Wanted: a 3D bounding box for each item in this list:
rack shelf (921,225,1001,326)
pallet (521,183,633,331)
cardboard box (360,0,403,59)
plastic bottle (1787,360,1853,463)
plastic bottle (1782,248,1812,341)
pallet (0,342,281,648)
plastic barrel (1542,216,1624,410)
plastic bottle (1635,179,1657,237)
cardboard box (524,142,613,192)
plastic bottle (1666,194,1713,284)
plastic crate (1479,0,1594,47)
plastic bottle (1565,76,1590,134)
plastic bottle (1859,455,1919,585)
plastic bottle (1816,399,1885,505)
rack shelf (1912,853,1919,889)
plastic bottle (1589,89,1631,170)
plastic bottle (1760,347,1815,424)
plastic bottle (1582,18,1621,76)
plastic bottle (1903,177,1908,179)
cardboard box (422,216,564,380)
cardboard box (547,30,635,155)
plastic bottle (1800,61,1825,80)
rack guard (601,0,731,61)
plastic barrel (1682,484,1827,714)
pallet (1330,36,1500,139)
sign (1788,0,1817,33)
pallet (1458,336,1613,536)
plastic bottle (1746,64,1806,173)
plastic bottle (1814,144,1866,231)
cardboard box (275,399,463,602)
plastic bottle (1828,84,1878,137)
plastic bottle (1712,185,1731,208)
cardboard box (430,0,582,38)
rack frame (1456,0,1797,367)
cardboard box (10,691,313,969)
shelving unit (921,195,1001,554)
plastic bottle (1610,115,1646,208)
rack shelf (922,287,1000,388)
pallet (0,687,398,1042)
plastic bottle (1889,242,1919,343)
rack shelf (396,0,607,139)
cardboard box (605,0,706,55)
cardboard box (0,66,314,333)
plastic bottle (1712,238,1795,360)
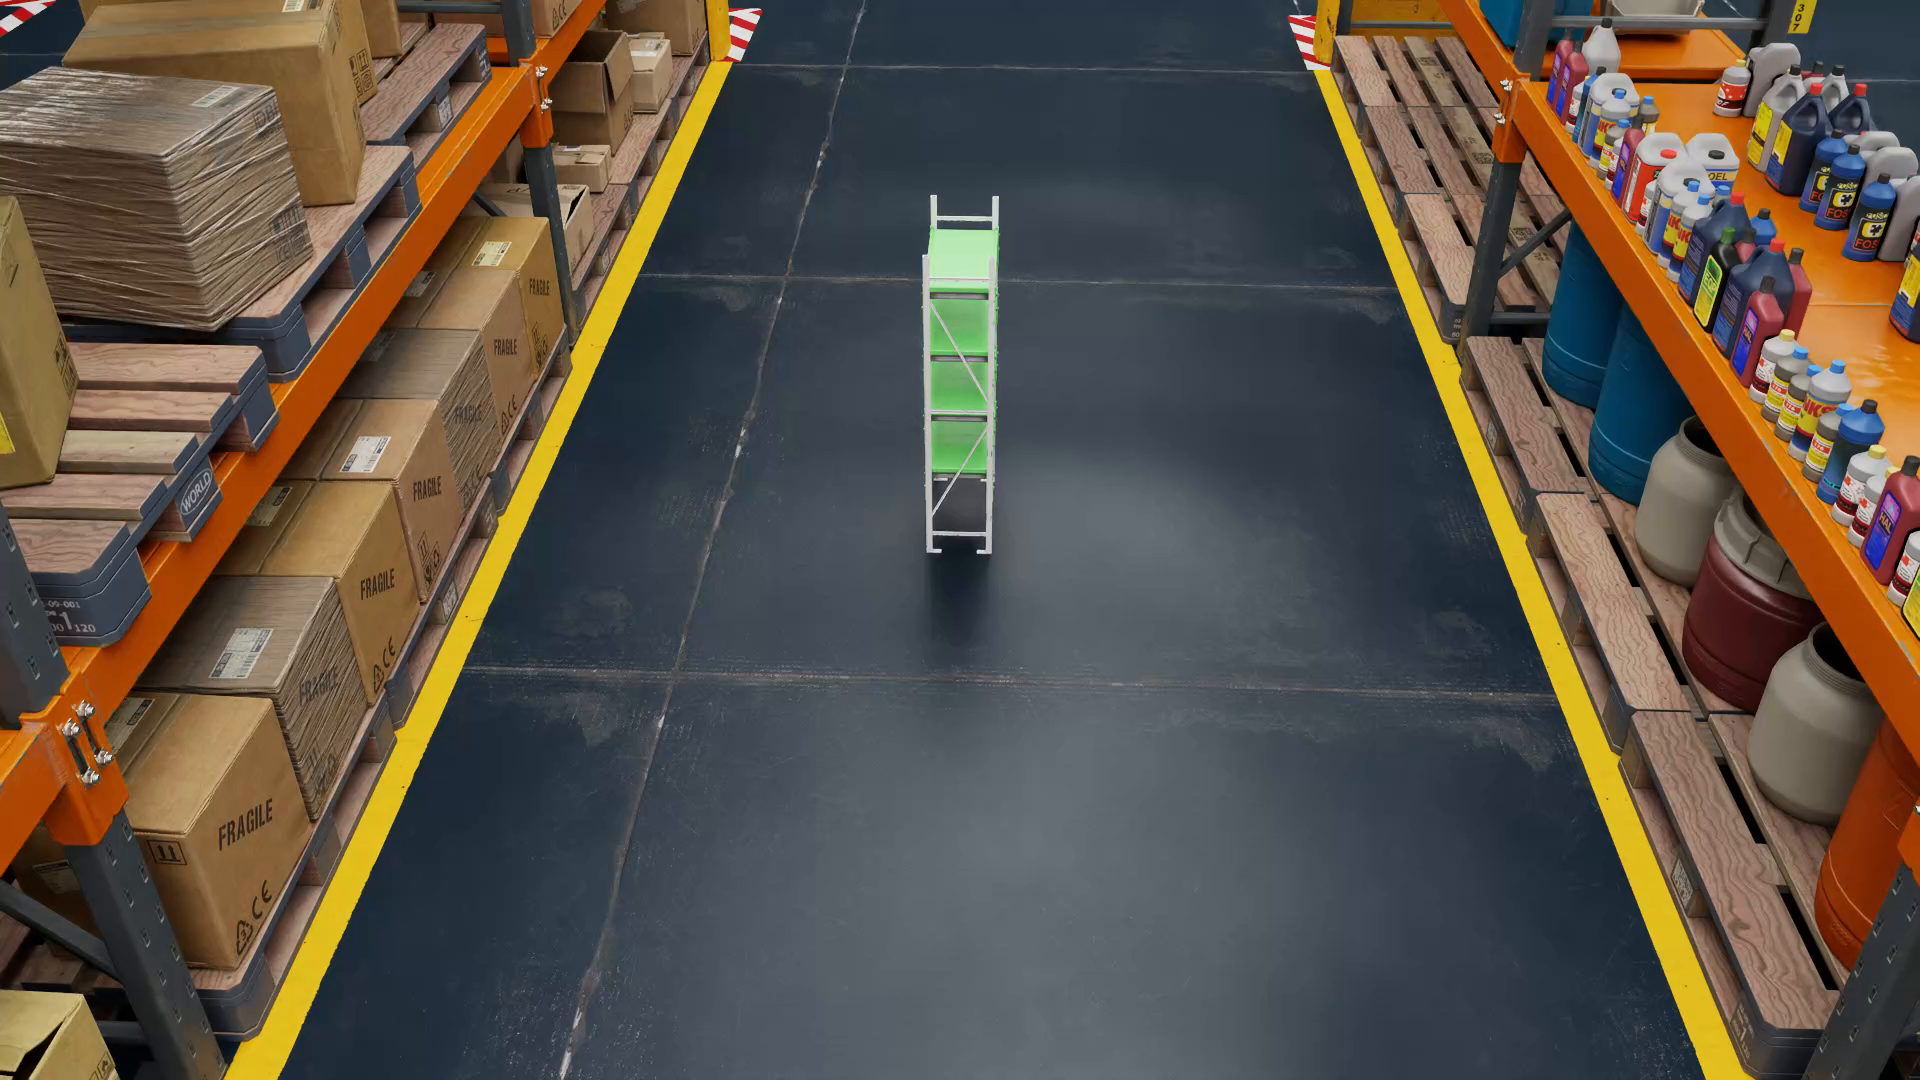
[{"bbox_3d":[0.007,-0.926,5.801,0.258,0.148,0.480,1,35,2],"label":"rack shelf"},{"bbox_3d":[-2.206,-1.388,8.041,1.003,0.211,1.213,1,35,2],"label":"pallet"},{"bbox_3d":[-2.477,-2.080,6.148,0.700,0.500,0.500,-10,36,-14],"label":"cardboard box"},{"bbox_3d":[2.192,-0.331,4.224,0.097,0.271,0.097,0,35,0],"label":"plastic bottle"},{"bbox_3d":[2.342,-0.673,4.701,0.061,0.283,0.133,1,35,2],"label":"plastic bottle"},{"bbox_3d":[-2.438,-0.148,4.019,1.213,0.211,1.003,1,35,2],"label":"pallet"},{"bbox_3d":[2.676,-1.019,6.550,0.600,0.901,0.708,1,35,2],"label":"plastic barrel"},{"bbox_3d":[2.246,-1.081,5.352,0.097,0.201,0.097,0,35,0],"label":"plastic bottle"},{"bbox_3d":[-1.977,-1.888,8.410,0.380,0.166,0.250,1,35,2],"label":"cardboard box"},{"bbox_3d":[2.233,-0.921,5.063,0.097,0.271,0.097,0,35,0],"label":"plastic bottle"},{"bbox_3d":[2.393,-2.312,6.892,0.392,0.384,0.575,1,35,2],"label":"plastic crate"},{"bbox_3d":[2.282,-1.592,6.079,0.097,0.201,0.097,0,35,0],"label":"plastic bottle"},{"bbox_3d":[2.153,-0.047,3.809,0.061,0.283,0.133,1,35,2],"label":"plastic bottle"},{"bbox_3d":[2.184,-0.219,4.065,0.097,0.271,0.097,0,35,0],"label":"plastic bottle"},{"bbox_3d":[2.474,1.724,1.814,1.077,0.370,4.000,1,35,2],"label":"rack shelf"},{"bbox_3d":[2.269,-1.432,5.790,0.097,0.271,0.097,0,35,0],"label":"plastic bottle"},{"bbox_3d":[2.200,-0.414,4.404,0.097,0.201,0.097,0,35,0],"label":"plastic bottle"},{"bbox_3d":[2.375,-1.779,6.216,0.144,0.351,0.185,1,35,2],"label":"plastic bottle"},{"bbox_3d":[3.004,-1.058,5.320,0.097,0.201,0.097,0,35,0],"label":"plastic bottle"},{"bbox_3d":[-1.968,-1.001,6.857,0.500,0.500,0.500,1,35,2],"label":"cardboard box"},{"bbox_3d":[-2.164,-2.372,8.805,0.797,0.503,0.637,1,35,2],"label":"cardboard box"},{"bbox_3d":[3.058,-1.602,6.022,0.061,0.283,0.133,1,35,2],"label":"plastic bottle"},{"bbox_3d":[-2.077,-3.366,10.604,1.175,0.500,0.348,1,35,2],"label":"rack guard"},{"bbox_3d":[2.602,0.165,5.138,0.600,0.588,0.708,1,35,2],"label":"plastic barrel"},{"bbox_3d":[2.804,-2.702,9.911,1.003,0.211,1.213,1,35,2],"label":"pallet"},{"bbox_3d":[3.264,-2.117,6.413,0.100,0.325,0.005,1,35,2],"label":"sign"},{"bbox_3d":[2.642,-0.434,6.684,1.003,0.211,1.213,1,35,2],"label":"pallet"},{"bbox_3d":[2.861,-1.465,5.769,0.144,0.351,0.185,1,35,2],"label":"plastic bottle"},{"bbox_3d":[2.856,-1.146,5.384,0.097,0.271,0.097,0,35,0],"label":"plastic bottle"},{"bbox_3d":[-2.035,-0.137,5.628,0.500,0.500,0.500,0,35,0],"label":"cardboard box"},{"bbox_3d":[2.997,-1.355,5.613,0.144,0.351,0.185,1,35,2],"label":"plastic bottle"},{"bbox_3d":[2.394,-1.022,5.268,0.097,0.201,0.097,0,35,0],"label":"plastic bottle"},{"bbox_3d":[-1.942,-2.462,7.057,0.500,0.500,0.500,2,35,3],"label":"cardboard box"},{"bbox_3d":[2.715,-2.018,6.512,1.000,3.000,0.127,1,35,2],"label":"rack frame"},{"bbox_3d":[-2.091,0.752,4.363,0.500,0.500,0.500,3,35,4],"label":"cardboard box"},{"bbox_3d":[0.007,-0.586,6.040,0.258,1.200,0.503,1,35,2],"label":"shelving unit"},{"bbox_3d":[2.238,-1.259,5.534,0.061,0.283,0.133,1,35,2],"label":"plastic bottle"},{"bbox_3d":[0.007,-0.730,5.939,0.258,0.148,0.480,1,35,2],"label":"rack shelf"},{"bbox_3d":[-2.327,0.877,4.819,1.003,0.211,1.213,1,35,2],"label":"pallet"},{"bbox_3d":[2.803,-0.755,4.758,0.144,0.351,0.185,1,35,2],"label":"plastic bottle"},{"bbox_3d":[-2.154,-2.989,8.520,1.077,0.370,4.000,1,35,2],"label":"rack shelf"},{"bbox_3d":[-1.849,-3.271,10.087,0.500,0.500,0.500,1,35,2],"label":"cardboard box"},{"bbox_3d":[-2.255,-0.934,4.518,0.700,0.500,0.500,8,36,11],"label":"cardboard box"},{"bbox_3d":[2.238,-0.689,4.664,0.144,0.351,0.185,1,35,2],"label":"plastic bottle"}]
